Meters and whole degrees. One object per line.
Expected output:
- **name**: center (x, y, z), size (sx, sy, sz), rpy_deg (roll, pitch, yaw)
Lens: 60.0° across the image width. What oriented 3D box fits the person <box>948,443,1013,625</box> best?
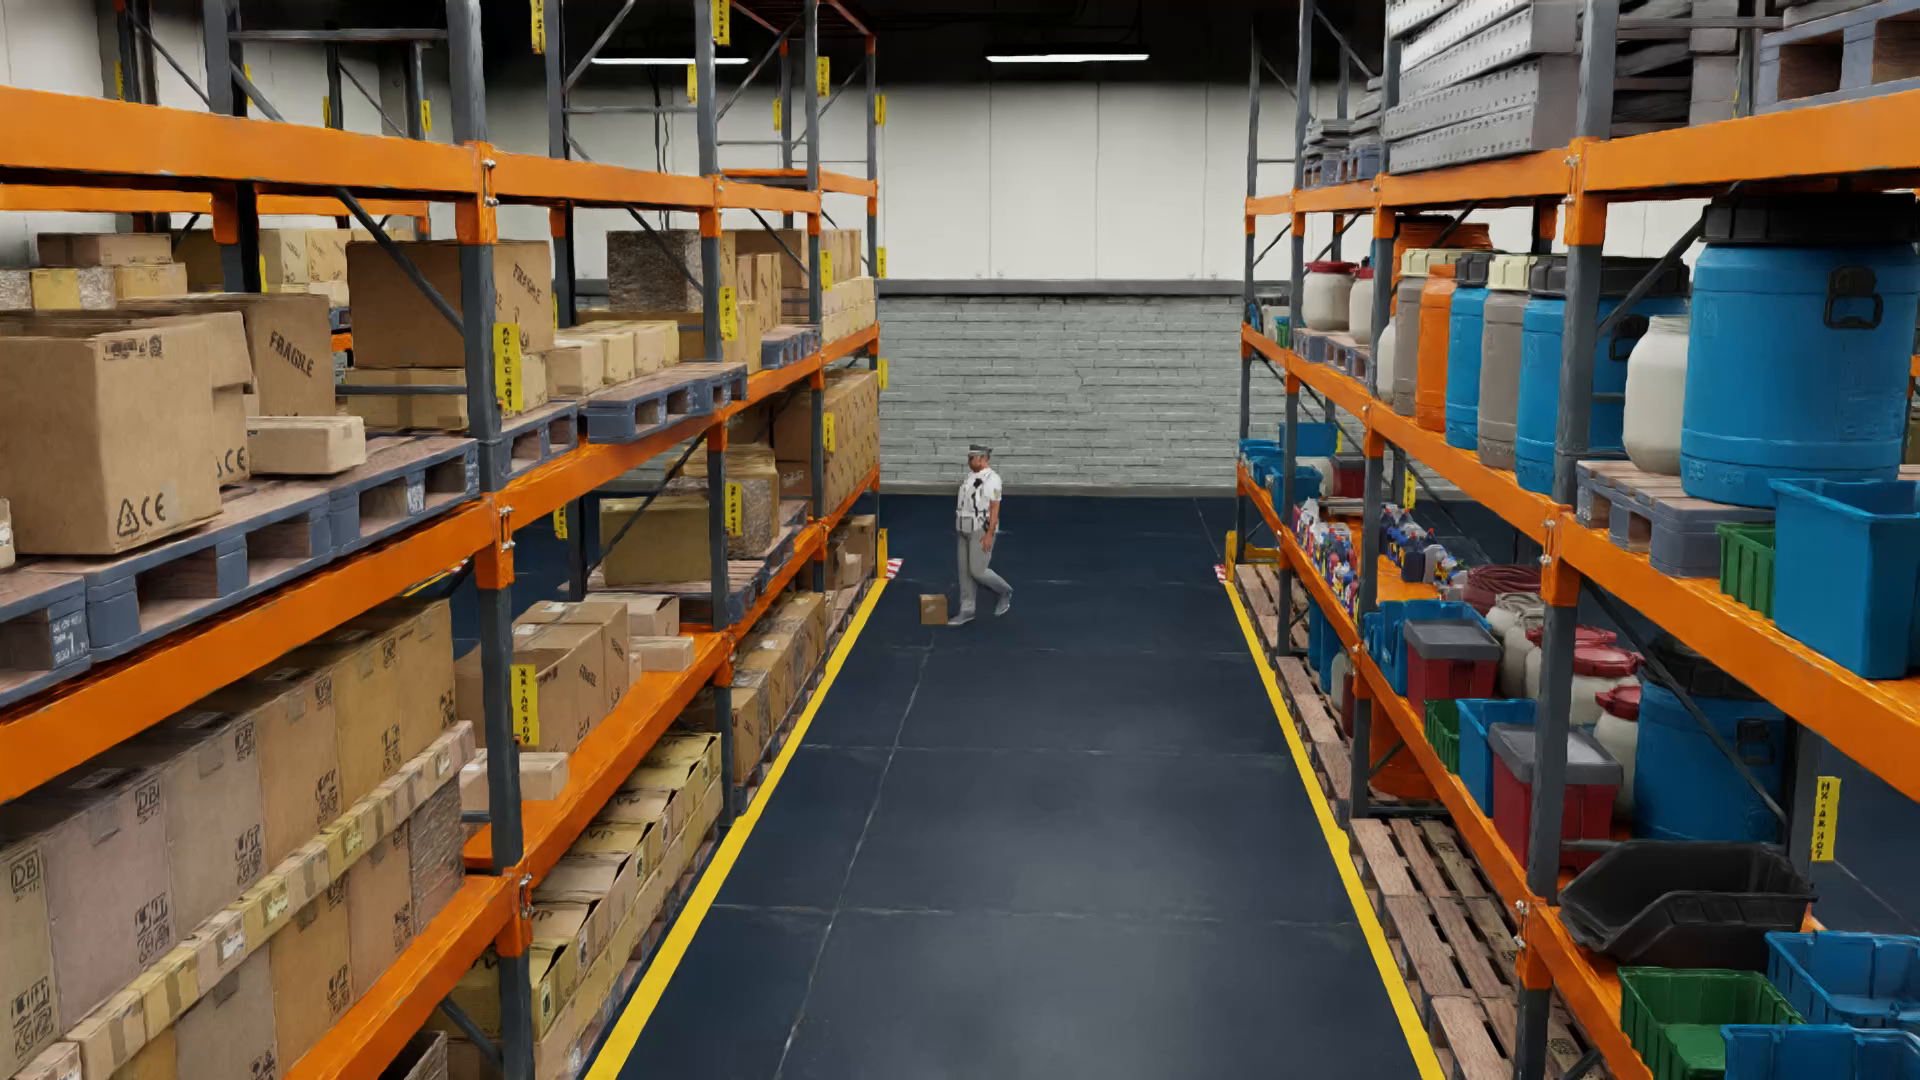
- **person**: center (0.162, -0.059, 16.257), size (0.683, 1.753, 0.585), rpy_deg (-7, 13, -34)
